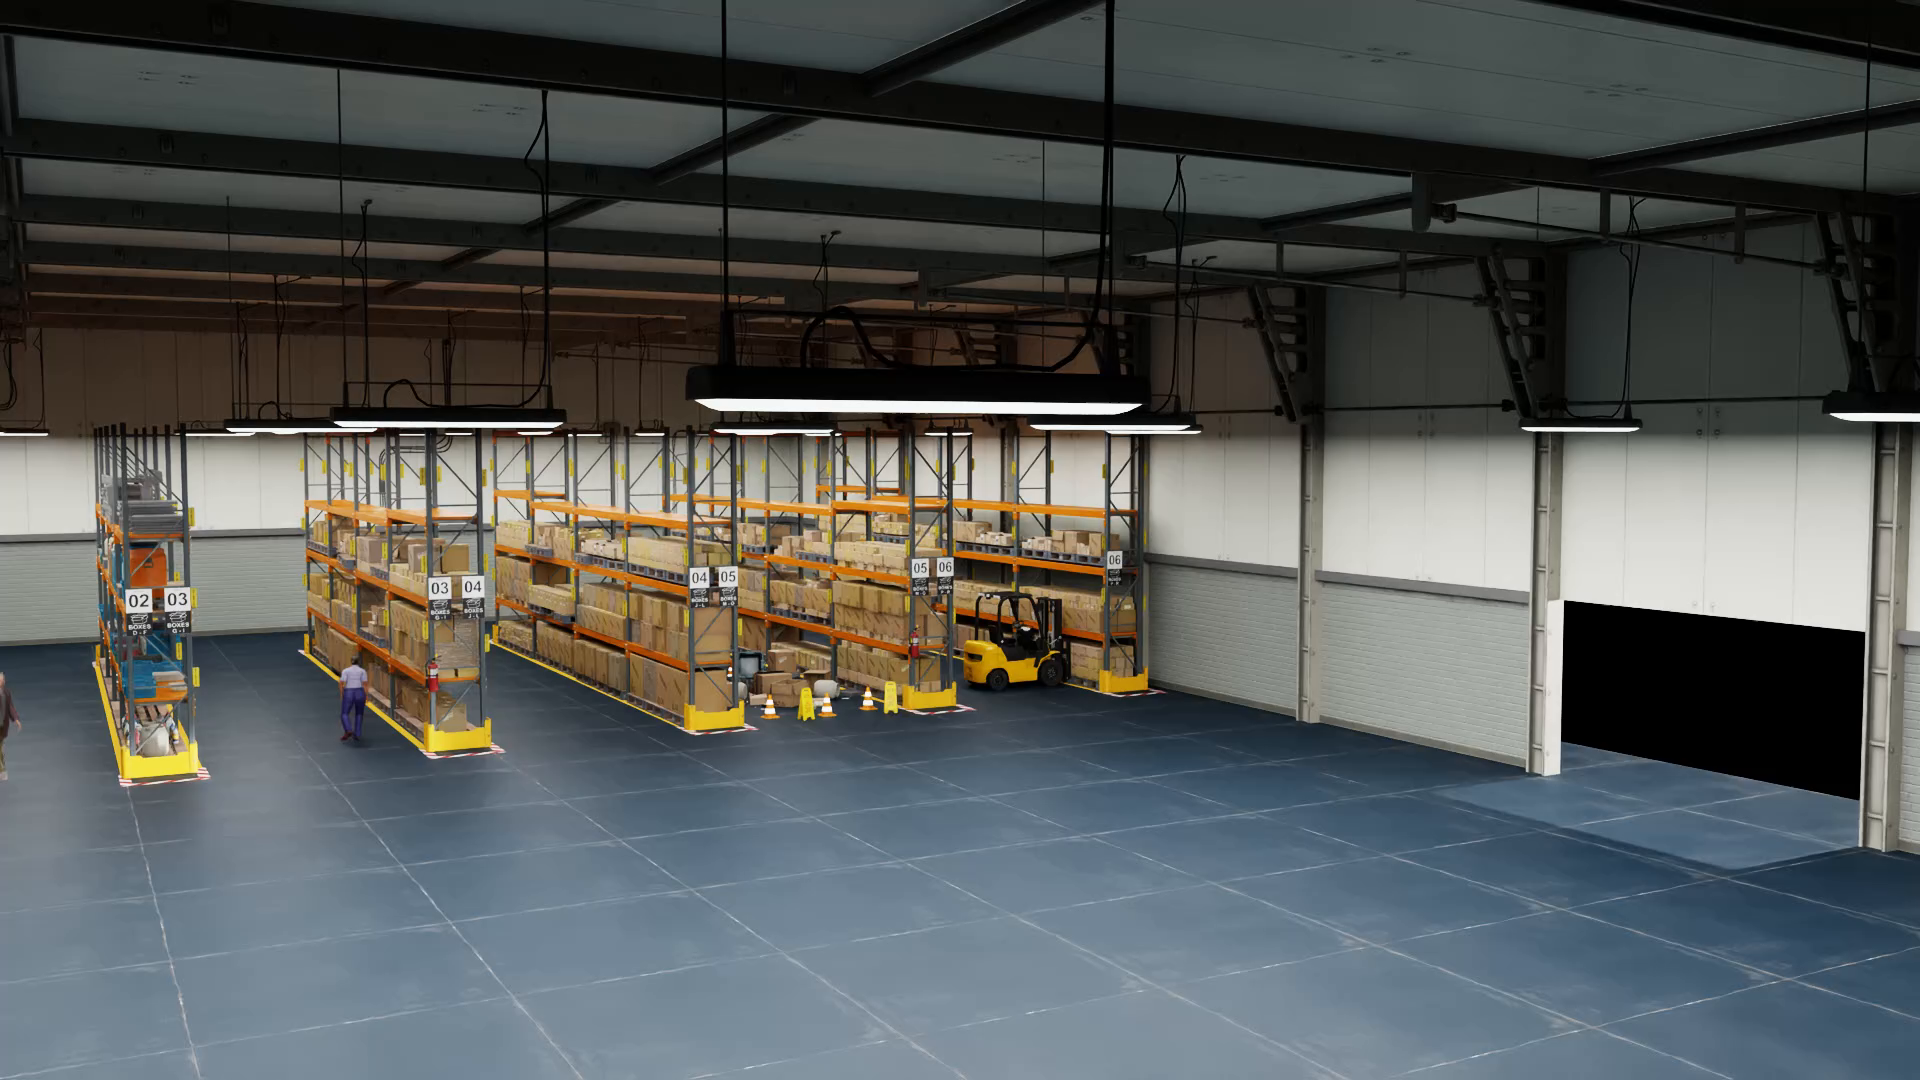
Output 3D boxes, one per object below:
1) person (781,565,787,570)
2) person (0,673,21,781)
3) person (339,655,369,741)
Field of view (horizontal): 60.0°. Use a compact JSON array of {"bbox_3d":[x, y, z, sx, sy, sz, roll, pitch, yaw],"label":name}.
[{"bbox_3d":[-5.596,1.646,53.104,1.029,1.686,0.562,-3,5,-45],"label":"person"},{"bbox_3d":[-16.318,3.197,28.189,0.951,1.690,0.675,2,4,29],"label":"person"},{"bbox_3d":[-11.489,3.012,31.522,0.554,1.612,0.652,-2,4,-26],"label":"person"}]
